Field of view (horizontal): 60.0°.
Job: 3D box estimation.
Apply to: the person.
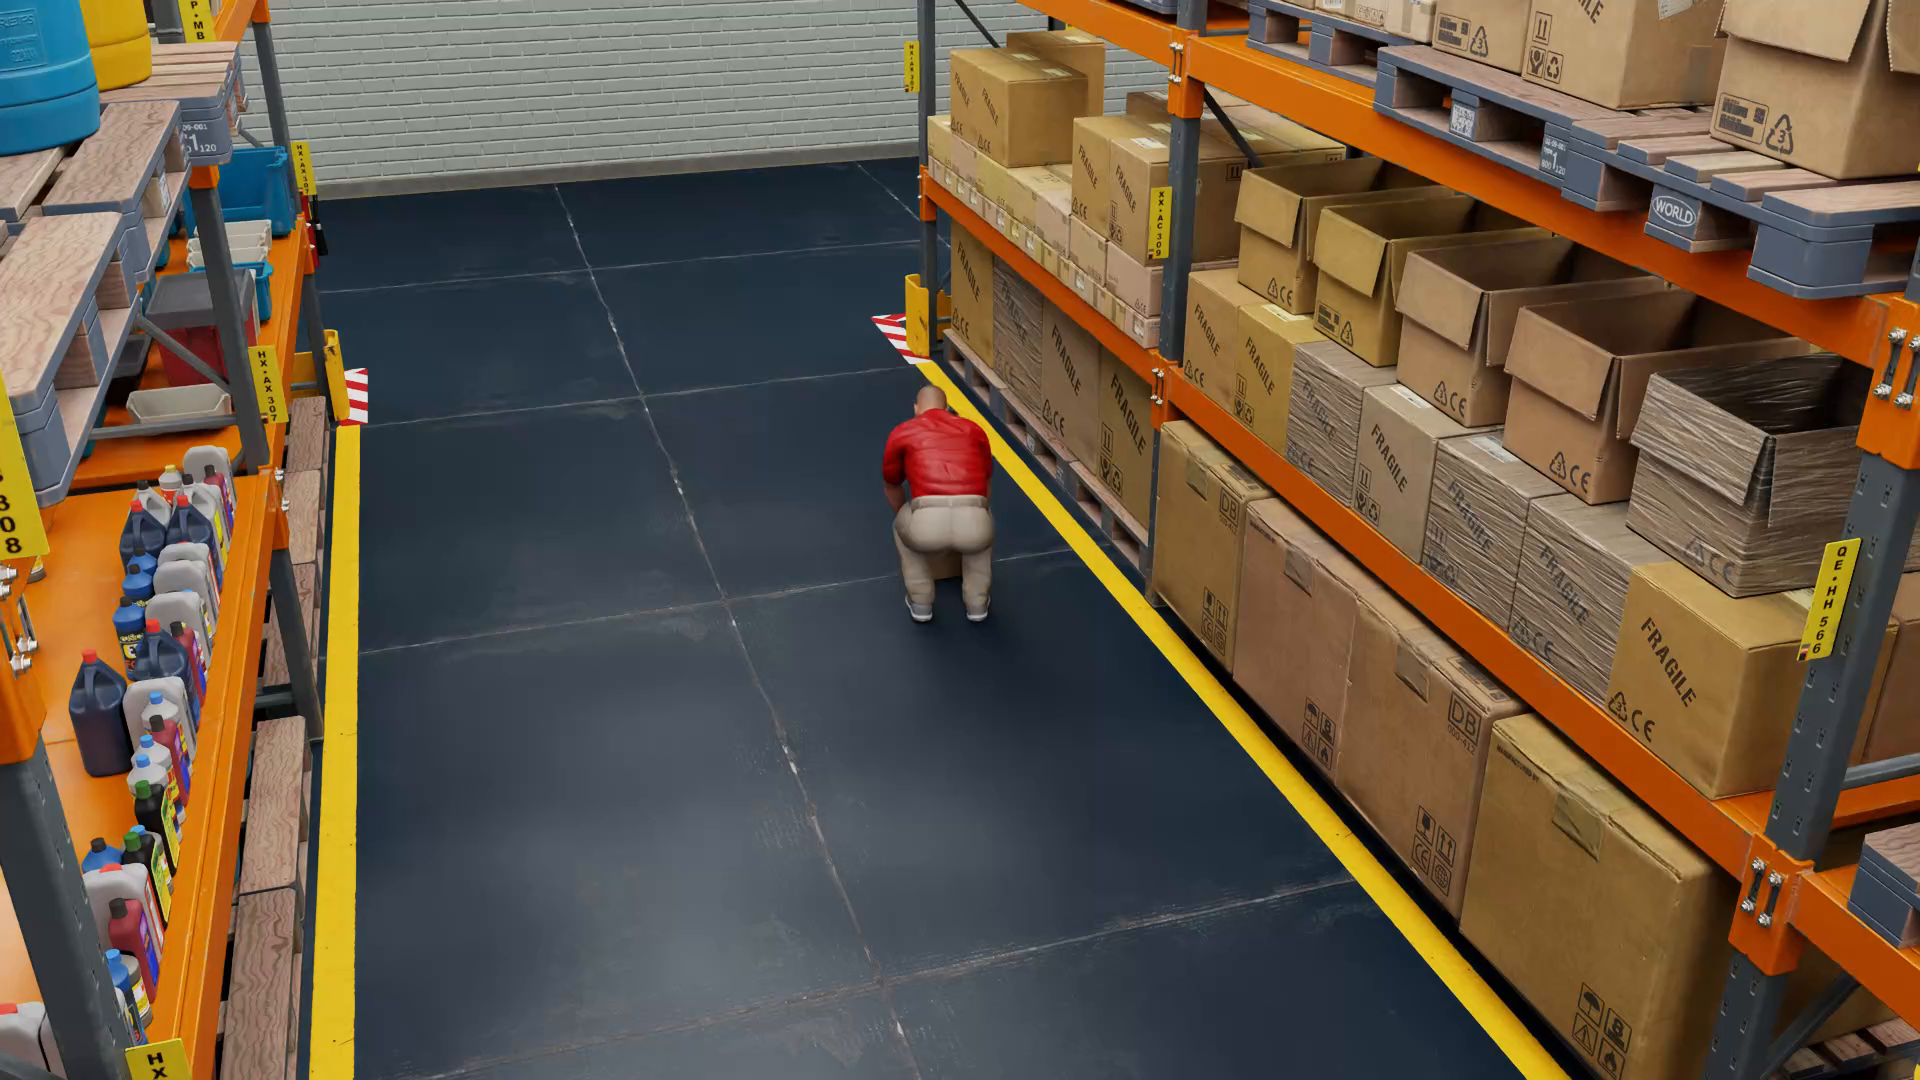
[{"bbox_3d":[-0.099,-0.162,8.259,0.572,1.031,0.860,-1,26,-2],"label":"person"}]
